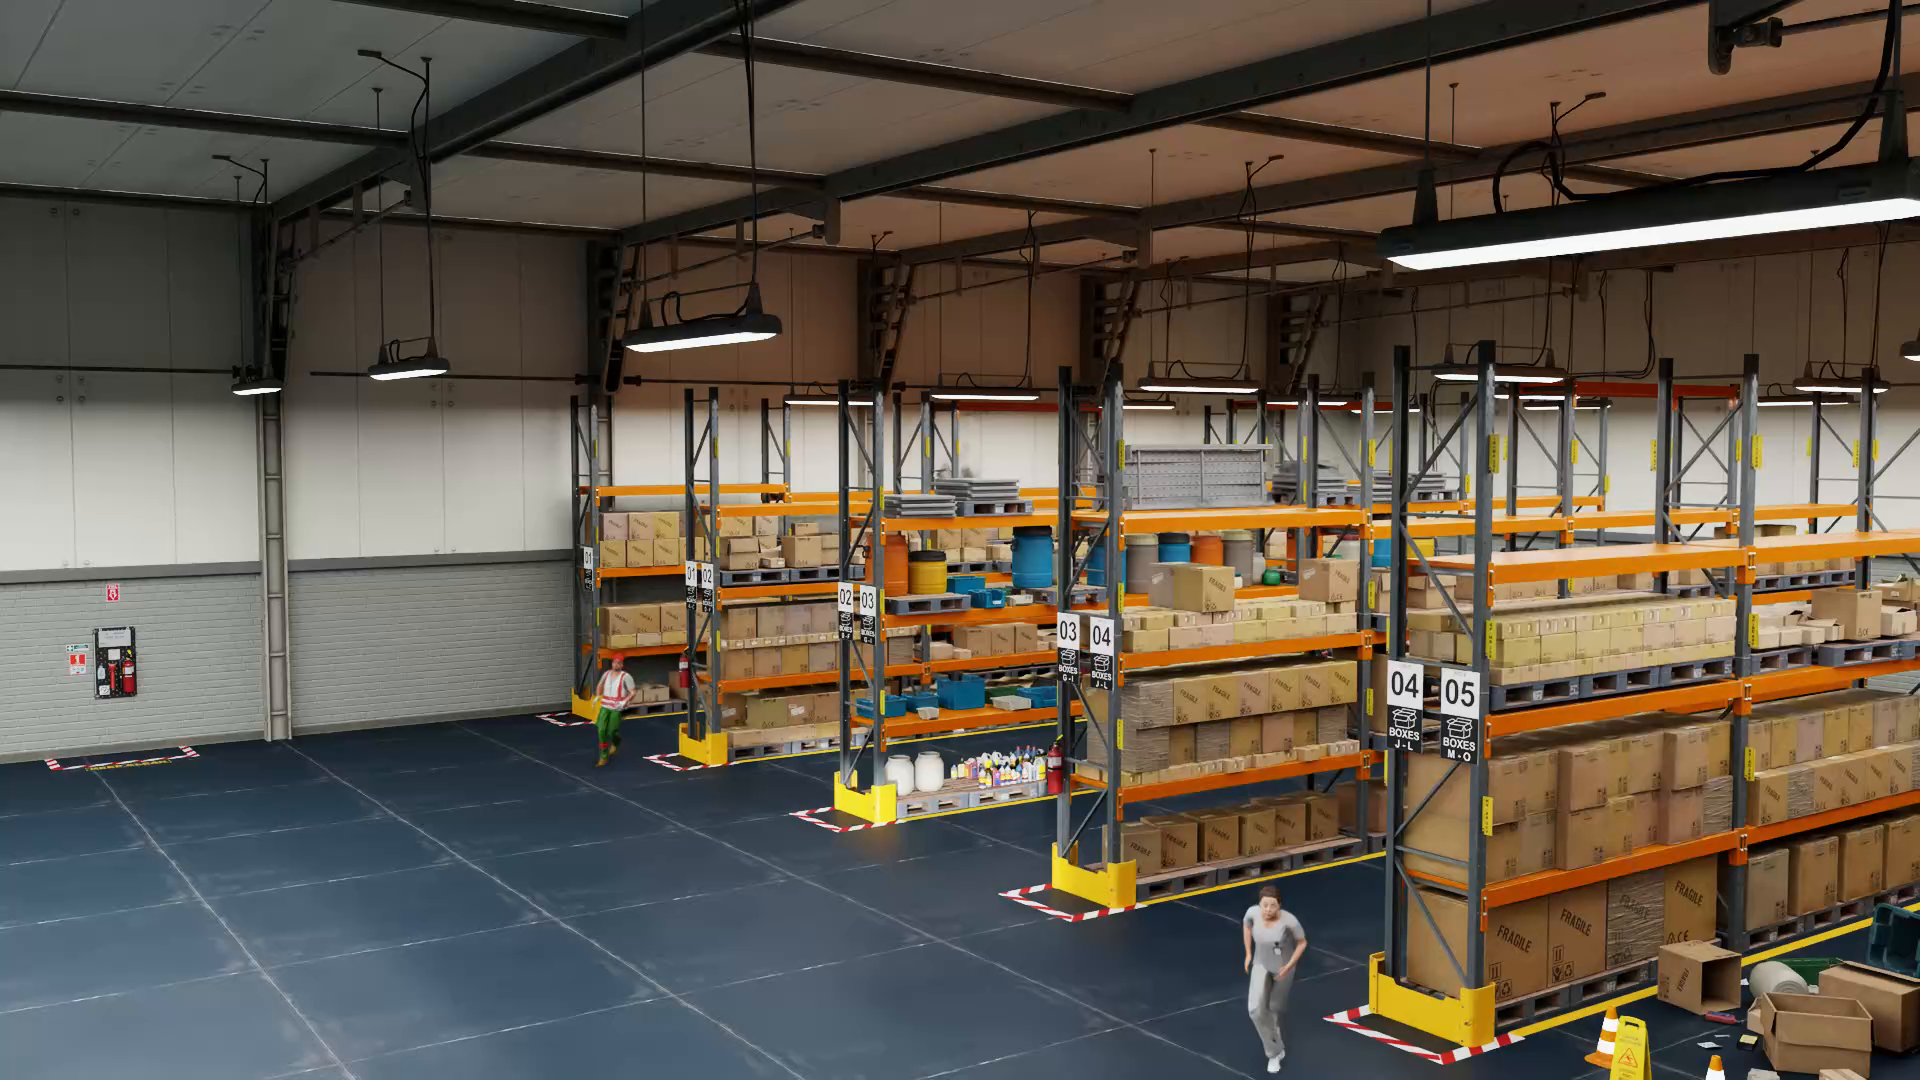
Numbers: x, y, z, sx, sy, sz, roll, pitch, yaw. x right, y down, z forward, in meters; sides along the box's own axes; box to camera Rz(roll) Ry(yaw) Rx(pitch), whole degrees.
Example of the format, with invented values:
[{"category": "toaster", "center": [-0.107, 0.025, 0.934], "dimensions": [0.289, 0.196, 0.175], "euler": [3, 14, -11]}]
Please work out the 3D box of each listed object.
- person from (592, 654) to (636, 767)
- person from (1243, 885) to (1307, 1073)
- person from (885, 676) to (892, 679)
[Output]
[{"category": "person", "center": [-5.538, 2.701, 26.563], "dimensions": [0.703, 1.761, 0.732], "euler": [1, 4, 14]}, {"category": "person", "center": [2.659, 3.577, 13.916], "dimensions": [0.545, 1.576, 0.966], "euler": [1, 4, 22]}, {"category": "person", "center": [-1.399, 2.393, 30.985], "dimensions": [0.971, 1.758, 0.657], "euler": [-3, 5, -41]}]
